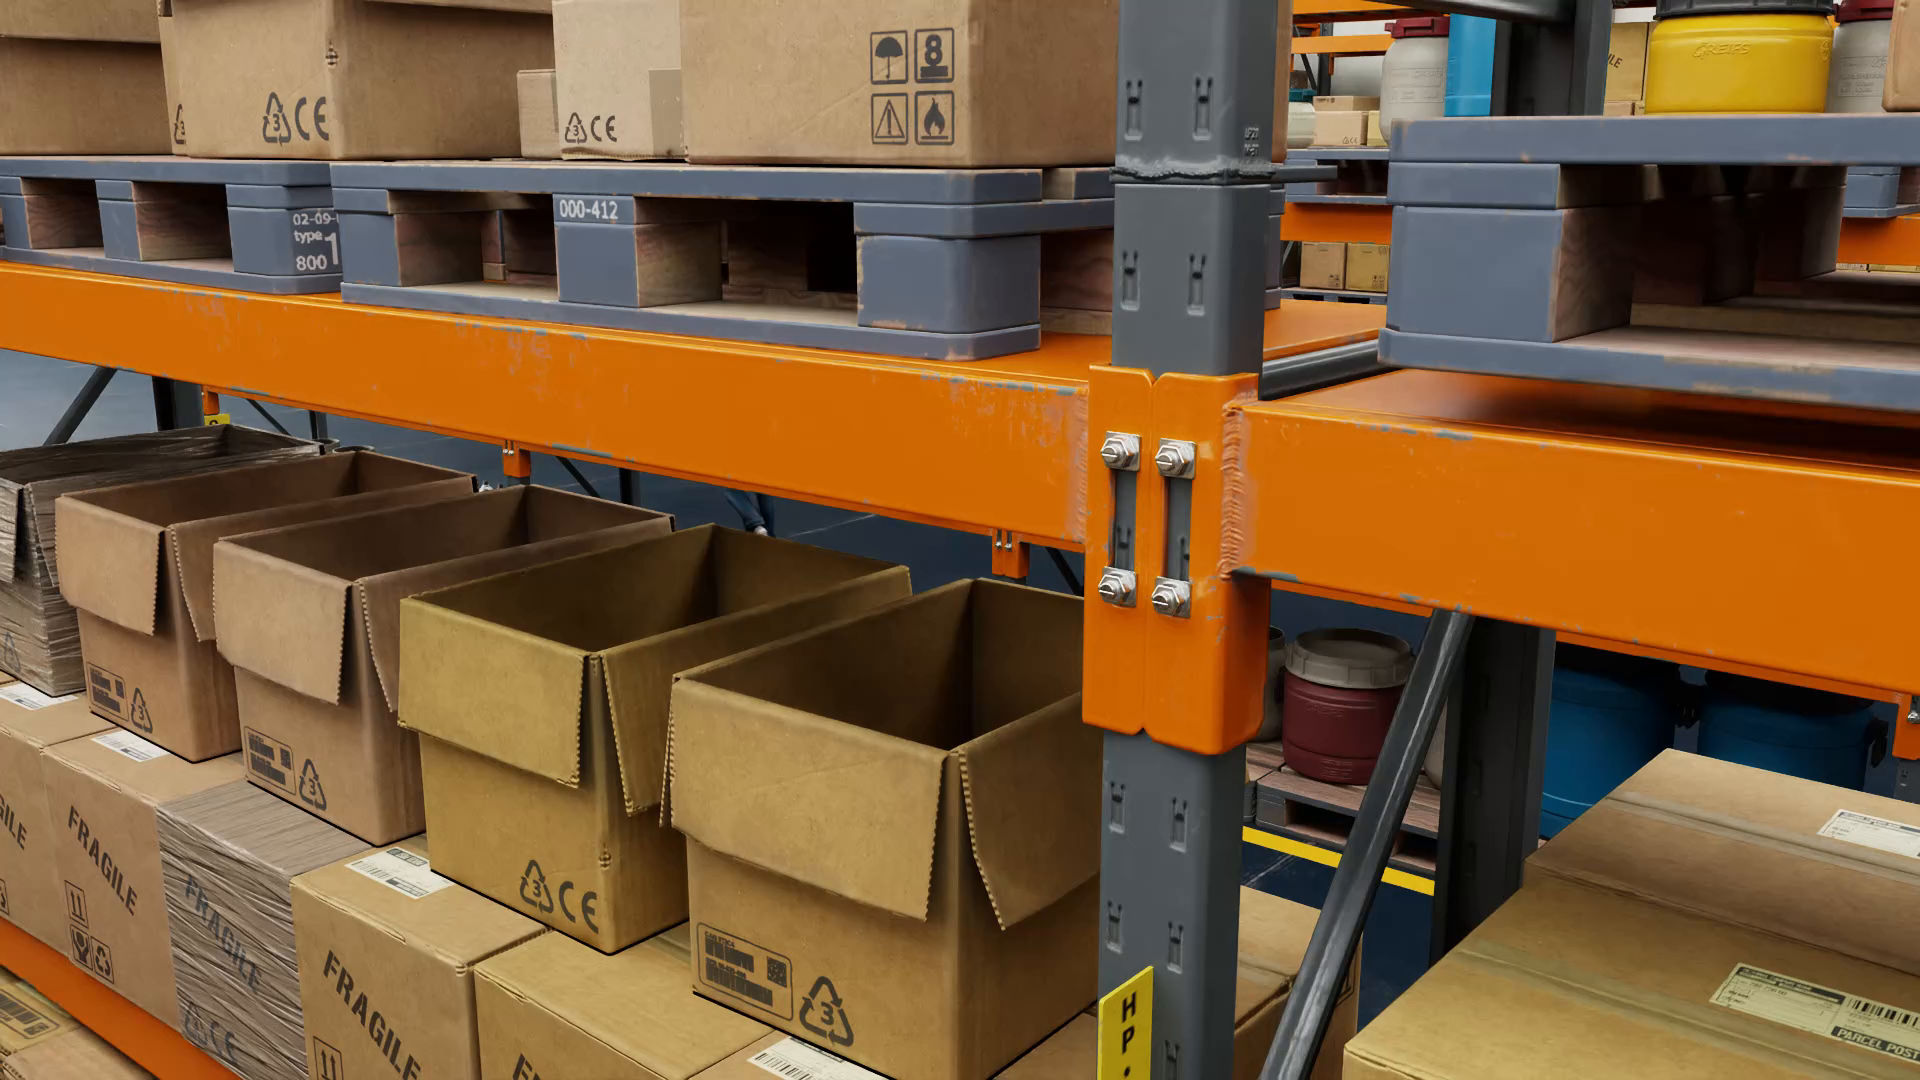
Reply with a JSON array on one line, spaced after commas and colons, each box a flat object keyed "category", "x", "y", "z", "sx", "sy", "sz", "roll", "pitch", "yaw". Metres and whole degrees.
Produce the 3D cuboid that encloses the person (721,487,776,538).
[{"category": "person", "x": -1.520, "y": -0.656, "z": 12.282, "sx": 0.459, "sy": 1.583, "sz": 0.443, "roll": -11, "pitch": 17, "yaw": -38}]
